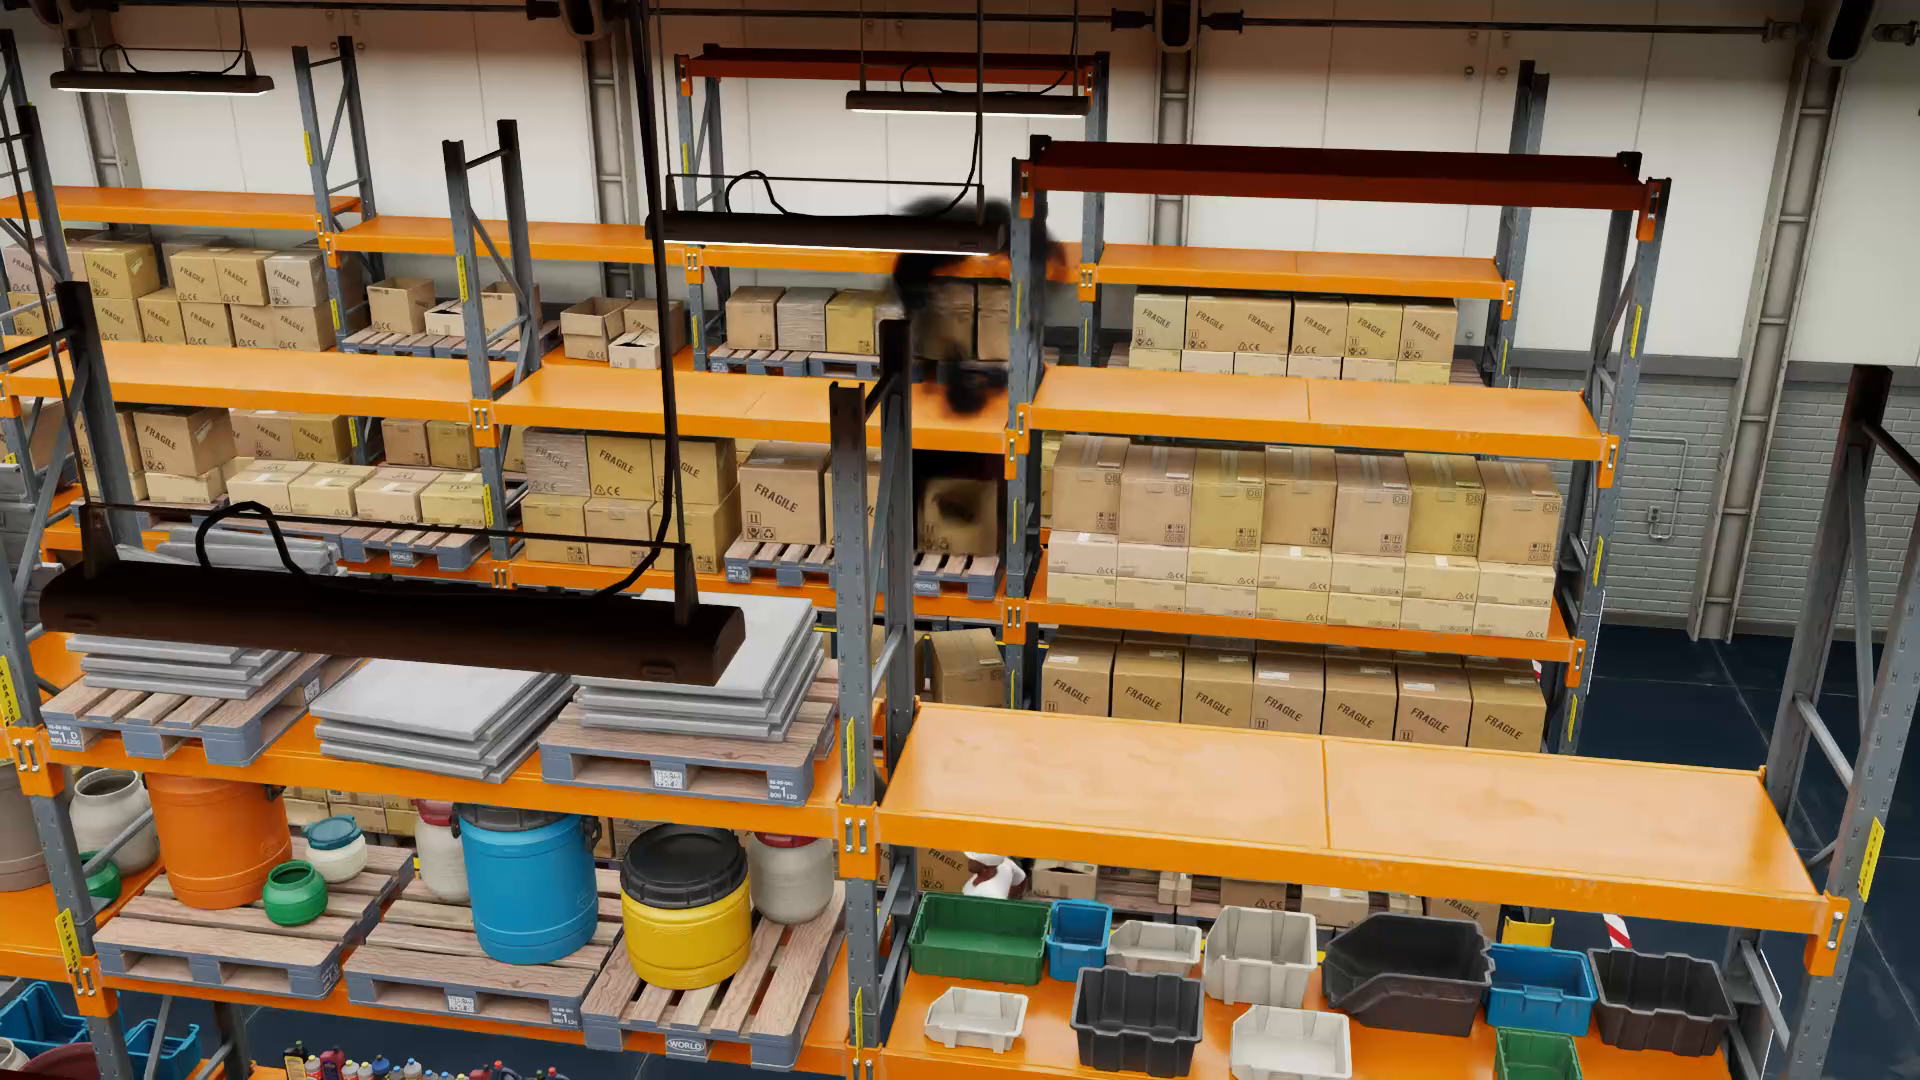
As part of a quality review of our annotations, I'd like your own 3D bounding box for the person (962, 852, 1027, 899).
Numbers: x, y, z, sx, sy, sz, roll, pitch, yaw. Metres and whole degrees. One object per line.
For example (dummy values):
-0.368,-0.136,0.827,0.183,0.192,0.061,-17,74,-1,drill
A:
0.191,2.813,11.474,0.972,1.772,0.699,2,23,4,person
